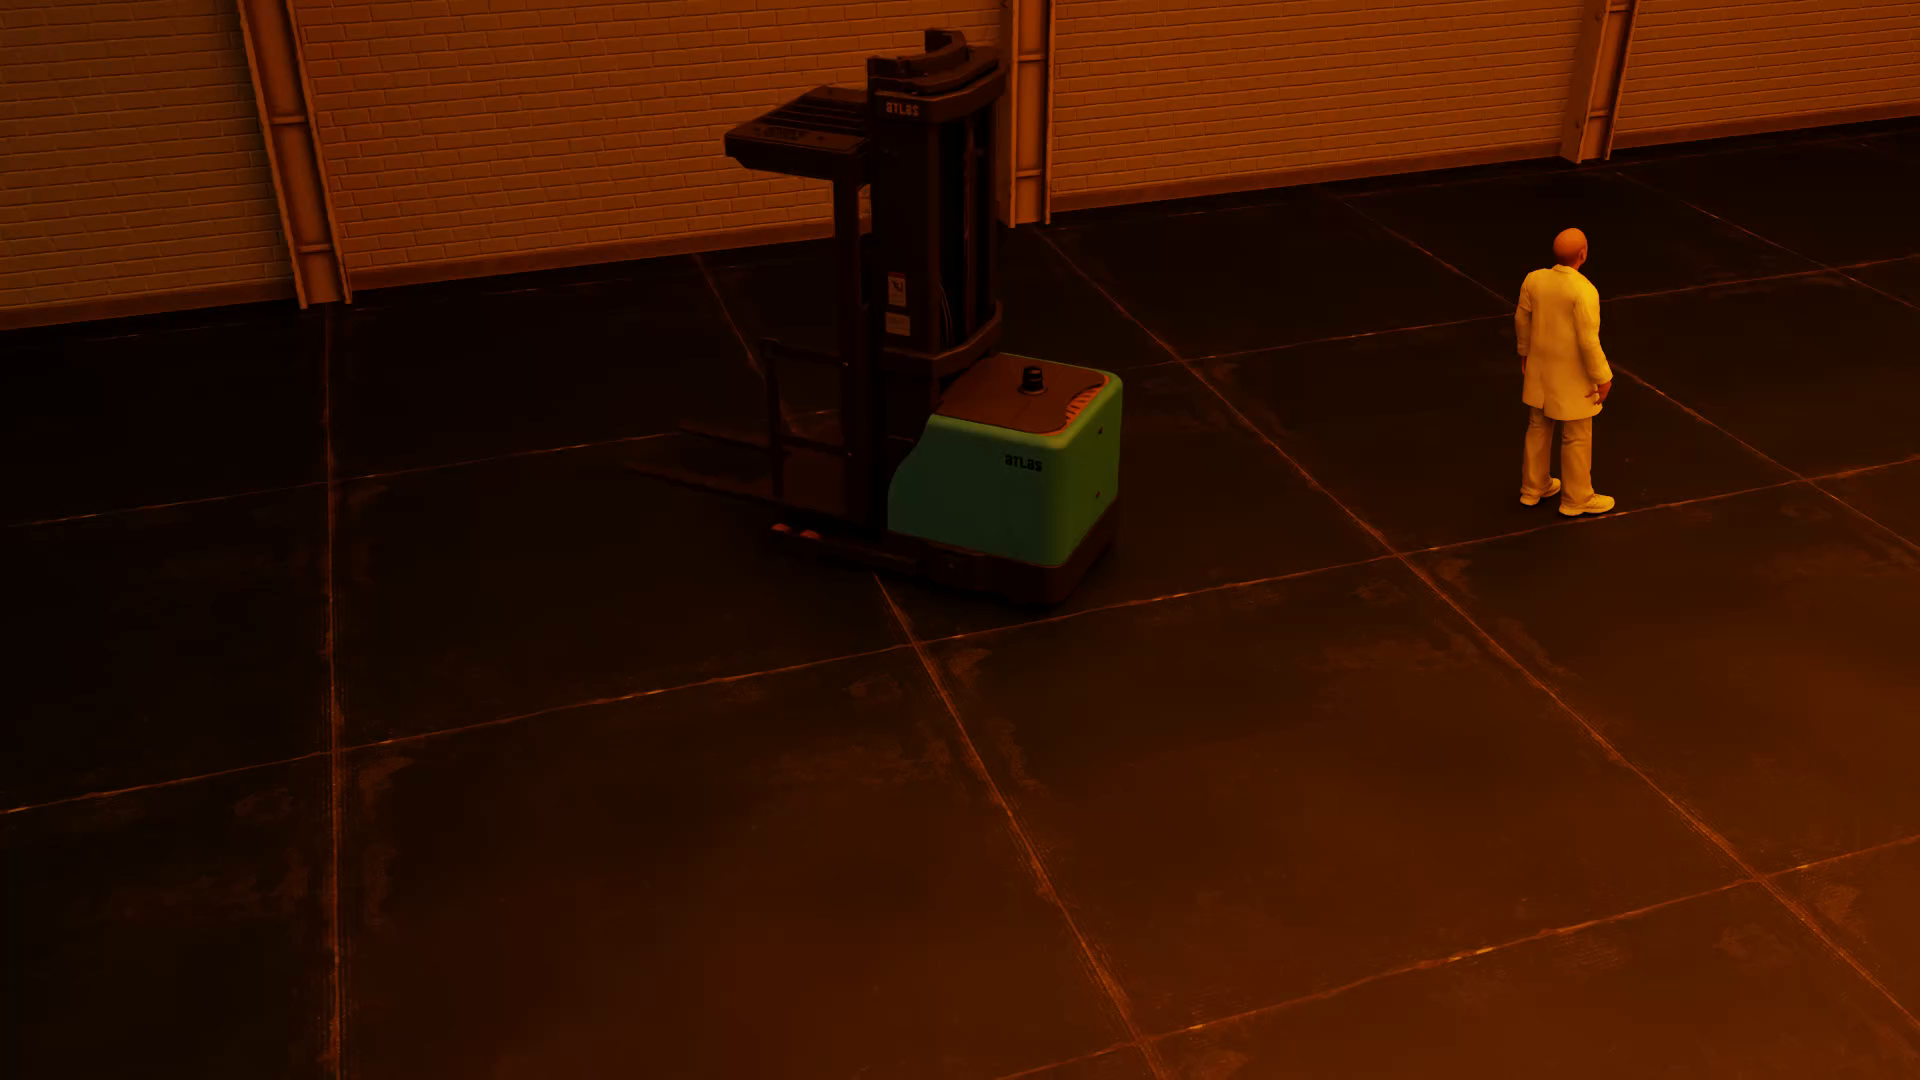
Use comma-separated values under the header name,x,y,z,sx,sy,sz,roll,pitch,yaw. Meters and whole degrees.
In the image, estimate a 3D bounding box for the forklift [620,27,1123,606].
name,x,y,z,sx,sy,sz,roll,pitch,yaw
forklift,-0.613,-1.384,9.493,3.031,2.935,1.130,13,32,21

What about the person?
name,x,y,z,sx,sy,sz,roll,pitch,yaw
person,3.679,-1.033,10.024,0.580,1.777,0.698,-15,33,-25
